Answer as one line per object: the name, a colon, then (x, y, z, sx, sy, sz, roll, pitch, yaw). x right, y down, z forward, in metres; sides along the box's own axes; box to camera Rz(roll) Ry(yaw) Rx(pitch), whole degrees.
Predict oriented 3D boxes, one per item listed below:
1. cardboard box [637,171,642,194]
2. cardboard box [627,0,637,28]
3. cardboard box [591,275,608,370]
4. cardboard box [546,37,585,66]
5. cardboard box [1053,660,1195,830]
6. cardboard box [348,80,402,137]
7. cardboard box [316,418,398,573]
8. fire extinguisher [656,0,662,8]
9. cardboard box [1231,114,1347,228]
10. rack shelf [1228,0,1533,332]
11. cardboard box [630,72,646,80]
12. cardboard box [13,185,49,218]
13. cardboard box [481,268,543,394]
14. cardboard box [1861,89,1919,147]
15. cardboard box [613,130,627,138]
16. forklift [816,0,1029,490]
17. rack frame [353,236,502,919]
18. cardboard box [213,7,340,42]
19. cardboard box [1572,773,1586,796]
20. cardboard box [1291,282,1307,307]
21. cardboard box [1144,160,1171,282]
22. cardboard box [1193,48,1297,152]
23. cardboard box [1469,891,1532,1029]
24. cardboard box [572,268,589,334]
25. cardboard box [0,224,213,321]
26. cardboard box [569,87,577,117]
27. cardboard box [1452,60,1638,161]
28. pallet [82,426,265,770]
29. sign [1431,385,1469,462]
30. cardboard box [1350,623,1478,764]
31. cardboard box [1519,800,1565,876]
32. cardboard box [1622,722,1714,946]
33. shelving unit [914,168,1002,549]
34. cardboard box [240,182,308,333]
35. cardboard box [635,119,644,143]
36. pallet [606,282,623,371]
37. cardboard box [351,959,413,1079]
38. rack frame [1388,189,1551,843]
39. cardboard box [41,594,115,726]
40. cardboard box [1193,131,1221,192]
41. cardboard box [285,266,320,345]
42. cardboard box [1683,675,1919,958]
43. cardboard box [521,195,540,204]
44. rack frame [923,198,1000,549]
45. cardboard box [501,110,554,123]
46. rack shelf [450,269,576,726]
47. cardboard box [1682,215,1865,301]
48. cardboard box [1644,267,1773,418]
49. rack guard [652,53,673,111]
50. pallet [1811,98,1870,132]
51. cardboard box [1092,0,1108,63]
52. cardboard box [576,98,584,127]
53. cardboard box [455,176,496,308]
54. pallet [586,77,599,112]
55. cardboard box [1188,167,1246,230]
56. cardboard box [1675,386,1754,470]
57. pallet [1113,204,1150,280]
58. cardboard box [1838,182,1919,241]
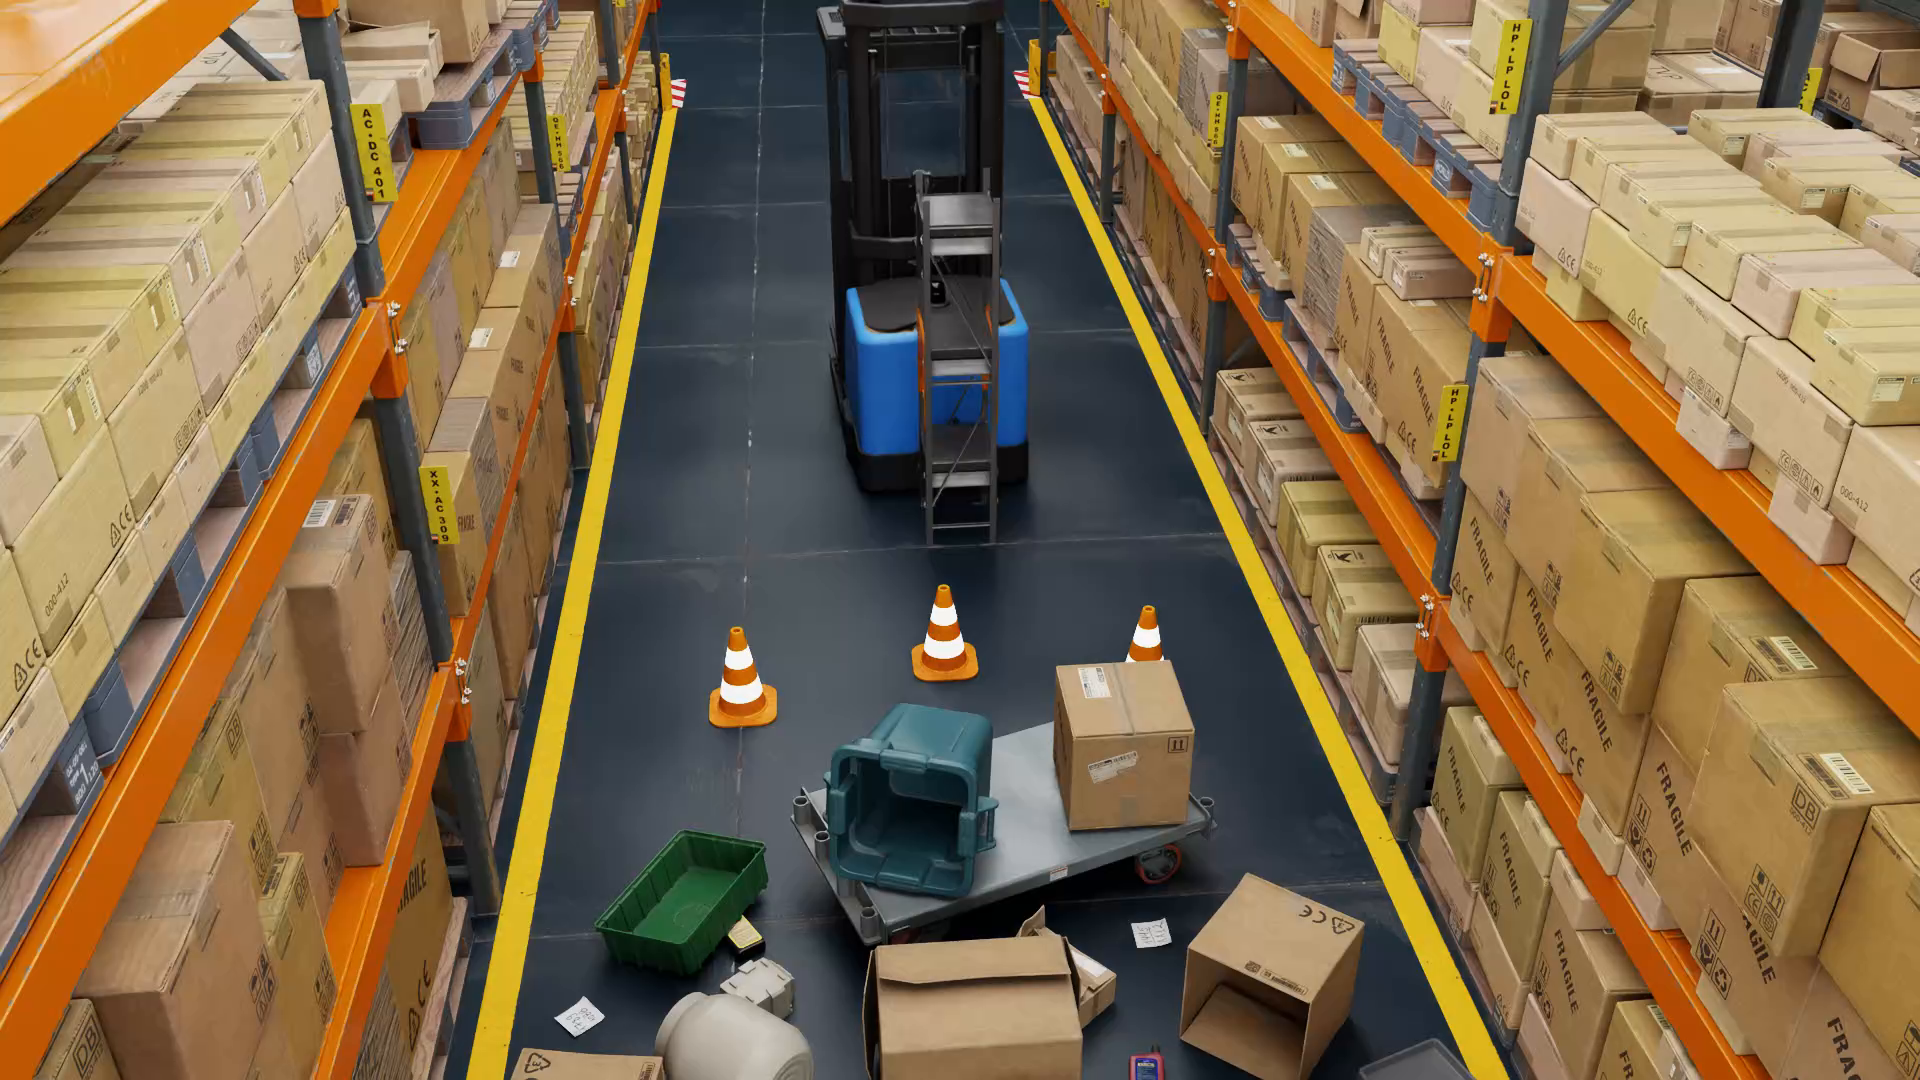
cardboard box: (-2.953, -3.071, 14.337, 0.380, 0.149, 0.250, -2, 31, -3)
cardboard box: (-3.074, -4.724, 14.346, 0.500, 0.500, 0.500, -3, 31, -6)
cardboard box: (-2.702, -1.472, 11.318, 0.500, 0.500, 0.500, -2, 31, -4)
cardboard box: (-2.909, -3.507, 11.951, 0.380, 0.149, 0.250, -3, 31, -5)
cardboard box: (0.683, 0.867, 7.073, 0.500, 0.500, 0.500, -3, 31, -5)
cardboard box: (-2.316, -1.638, 6.379, 0.250, 0.149, 0.380, -3, 31, -5)
cardboard box: (-2.466, -0.031, 5.677, 0.875, 0.550, 0.550, -3, 31, -5)
fire extinguisher: (-3.151, -5.777, 16.936, 0.296, 0.674, 0.183, -3, 31, -5)
cardboard box: (1.891, -2.134, 9.601, 0.500, 0.500, 0.500, -4, 31, -6)
rack shelf: (2.266, -1.982, 7.919, 1.077, 0.370, 4.000, -3, 31, -5)
cardboard box: (-3.207, -4.381, 15.950, 0.380, 0.149, 0.250, -4, 31, -7)
cardboard box: (-2.722, -0.977, 4.496, 0.380, 0.149, 0.250, -3, 31, -5)
cardboard box: (-2.439, -1.051, 8.487, 0.500, 0.500, 0.500, -3, 31, -5)
cardboard box: (6.600, -2.903, 11.421, 0.500, 0.250, 0.500, -4, 31, -7)
cardboard box: (-3.079, -3.445, 14.383, 0.380, 0.149, 0.250, -3, 31, -5)
forklift: (-0.309, -2.298, 10.739, 1.130, 2.935, 3.031, -4, 31, -7)
rack frame: (-2.466, 0.307, 6.311, 1.000, 3.000, 0.127, -3, 31, -5)
cardboard box: (-2.849, -2.050, 6.912, 0.500, 0.311, 0.500, -4, 31, -6)
cardboard box: (2.338, 0.825, 5.688, 0.380, 0.149, 0.250, -3, 31, -5)
cardboard box: (2.002, -1.373, 8.959, 0.380, 0.149, 0.250, -1, 31, -2)
cardboard box: (1.935, -2.561, 12.775, 0.875, 0.875, 0.875, -2, 31, -3)
cardboard box: (1.770, -2.748, 10.352, 0.500, 0.500, 0.500, -4, 31, -6)
cardboard box: (2.300, 1.605, 6.410, 0.500, 0.250, 0.500, -1, 31, -2)
cardboard box: (-2.663, -1.528, 10.680, 0.500, 0.250, 0.500, -4, 31, -7)
cardboard box: (-1.997, -0.623, 3.902, 0.380, 0.149, 0.250, -3, 31, -5)
cardboard box: (-2.836, -2.987, 11.371, 0.380, 0.149, 0.250, -2, 31, -3)
cardboard box: (2.254, -1.677, 6.444, 0.500, 0.250, 0.500, -3, 31, -6)
pallet: (-2.289, 0.097, 3.824, 1.003, 0.211, 1.213, -3, 31, -5)
sign: (1.901, -0.450, 6.450, 0.100, 0.325, 0.005, -3, 31, -5)
cardboard box: (2.401, 0.698, 7.809, 0.950, 0.372, 0.625, -2, 31, -4)
cardboard box: (2.241, 1.061, 5.956, 0.380, 0.149, 0.250, -2, 31, -3)
cardboard box: (2.387, 0.855, 5.006, 0.500, 0.500, 0.500, -2, 31, -4)
shelving unit: (-0.015, -0.986, 9.353, 0.431, 2.100, 0.503, -3, 31, -5)
cardboard box: (-2.118, -0.770, 4.538, 0.500, 0.250, 0.500, -3, 31, -5)
cardboard box: (-3.086, -3.721, 15.135, 0.380, 0.149, 0.250, -3, 31, -5)
pallet: (-3.022, -1.559, 12.153, 1.003, 0.211, 1.213, -3, 31, -5)
cardboard box: (-2.389, 1.823, 5.435, 0.875, 0.875, 0.875, -3, 31, -4)
rack frame: (2.453, 0.018, 6.794, 1.000, 3.000, 0.127, -3, 31, -5)
cardboard box: (-1.900, 0.240, 3.236, 0.380, 0.149, 0.250, -3, 31, -4)
cardboard box: (1.781, -2.409, 10.517, 0.500, 0.250, 0.500, -3, 31, -5)
cardboard box: (-2.064, -0.665, 4.751, 0.380, 0.149, 0.250, -2, 31, -4)
cardboard box: (2.372, 0.696, 4.297, 0.700, 0.500, 0.500, -3, 31, -5)
cardboard box: (-2.681, -2.046, 10.085, 0.380, 0.149, 0.250, -3, 31, -5)
rack frame: (0.007, -0.861, 9.144, 0.400, 2.100, 0.015, -3, 31, -5)
cardboard box: (-2.736, -2.571, 10.384, 0.380, 0.149, 0.250, -3, 31, -5)
rack shelf: (-2.653, -0.405, 8.205, 1.077, 0.370, 4.000, -3, 31, -5)
cardboard box: (2.298, -0.801, 4.709, 0.380, 0.149, 0.250, -4, 31, -6)
cardboard box: (2.313, -0.576, 4.720, 0.500, 0.250, 0.500, -2, 31, -4)
rack guard: (-3.580, -4.708, 17.144, 1.175, 0.500, 0.348, -3, 31, -5)
pallet: (6.834, -3.174, 12.326, 1.003, 0.211, 1.213, -3, 31, -5)
cardboard box: (1.408, -4.334, 13.983, 0.500, 0.500, 0.500, -2, 31, -4)
cardboard box: (-2.854, -2.992, 11.669, 0.380, 0.149, 0.250, -1, 31, -2)
cardboard box: (-2.709, -1.458, 8.193, 0.700, 0.500, 0.500, -3, 31, -5)
pallet: (-3.287, -3.298, 12.533, 1.003, 0.211, 1.213, -3, 31, -5)
cardboard box: (1.773, -2.205, 10.663, 0.500, 0.250, 0.500, -4, 31, -6)
cardboard box: (2.271, -0.328, 4.694, 0.380, 0.149, 0.250, -3, 31, -6)
pallet: (1.852, -2.479, 13.694, 1.003, 0.211, 1.213, -3, 31, -5)
cardboard box: (2.891, -0.960, 4.975, 0.380, 0.149, 0.250, -2, 31, -3)
